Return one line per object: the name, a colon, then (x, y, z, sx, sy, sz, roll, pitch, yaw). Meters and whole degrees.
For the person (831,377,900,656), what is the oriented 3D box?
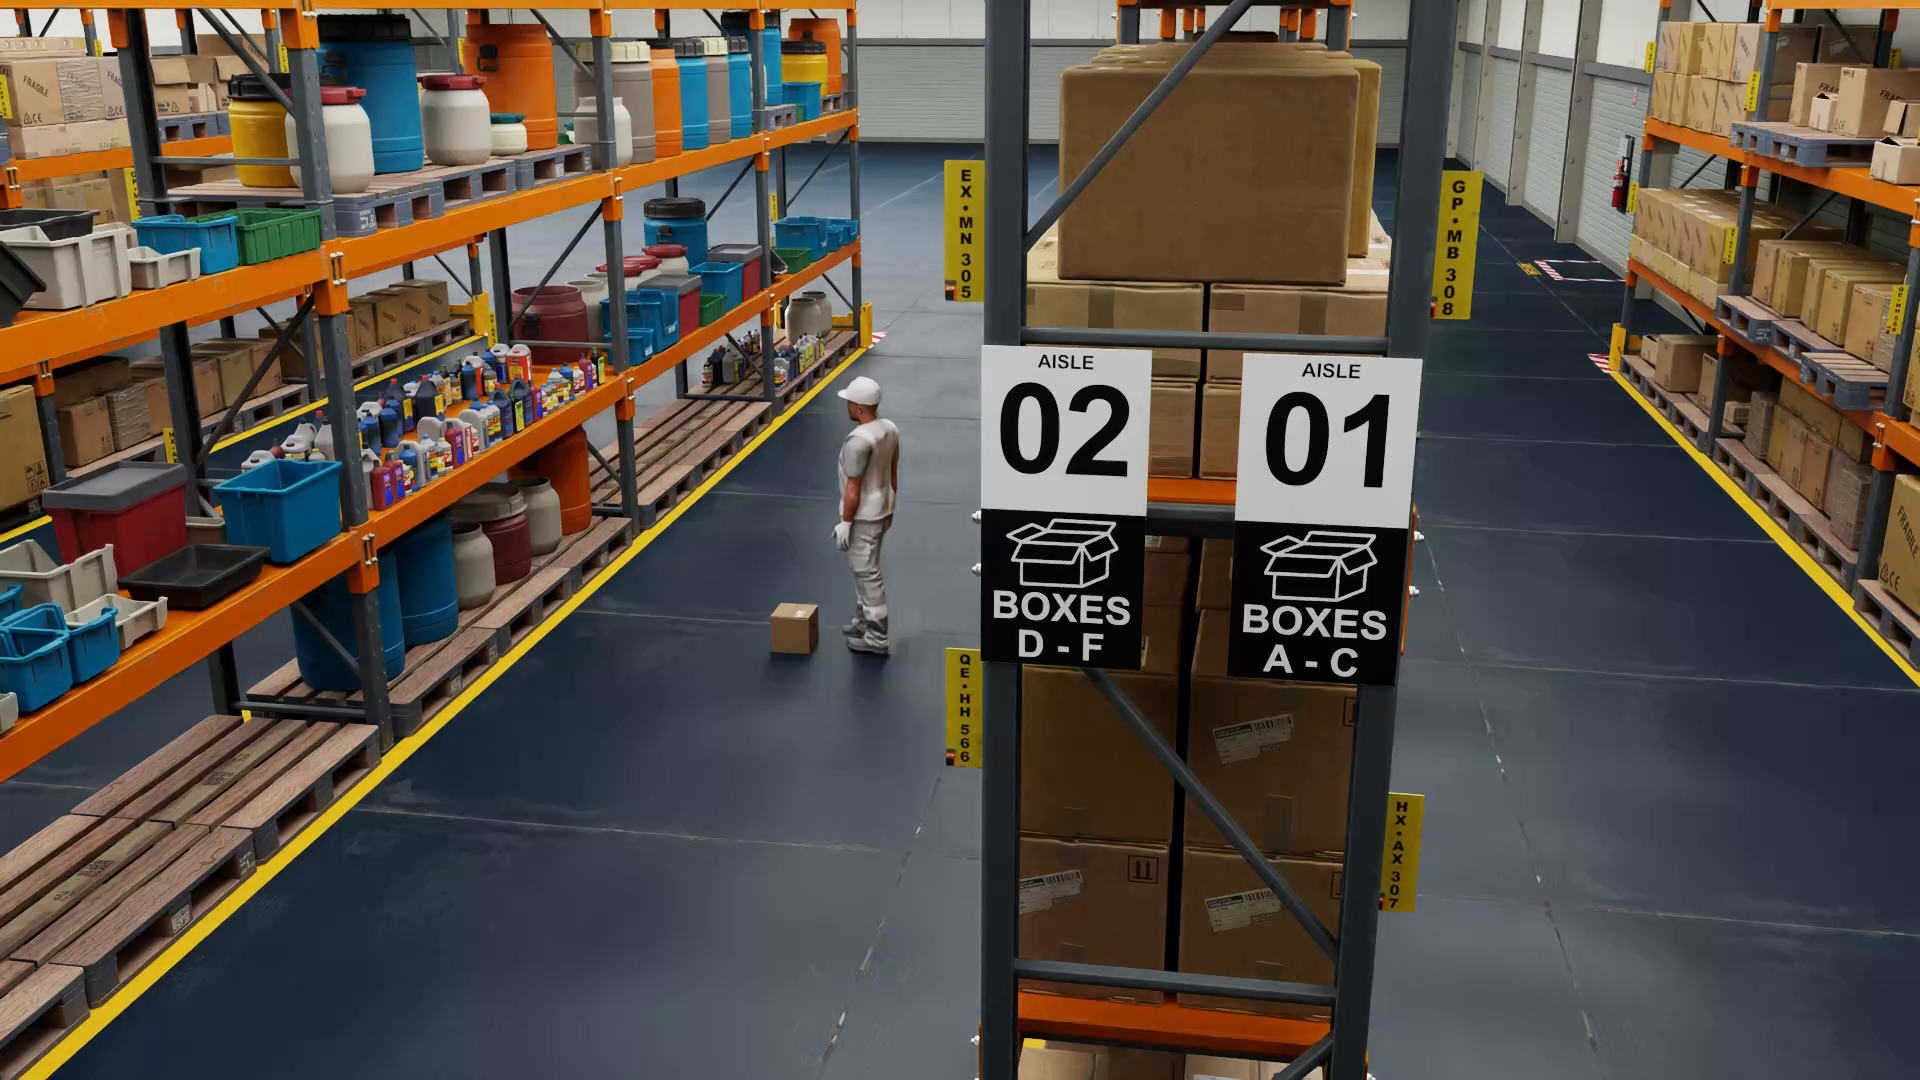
person: (-0.651, -0.150, 10.477, 0.483, 1.804, 0.577, 7, 19, 20)
